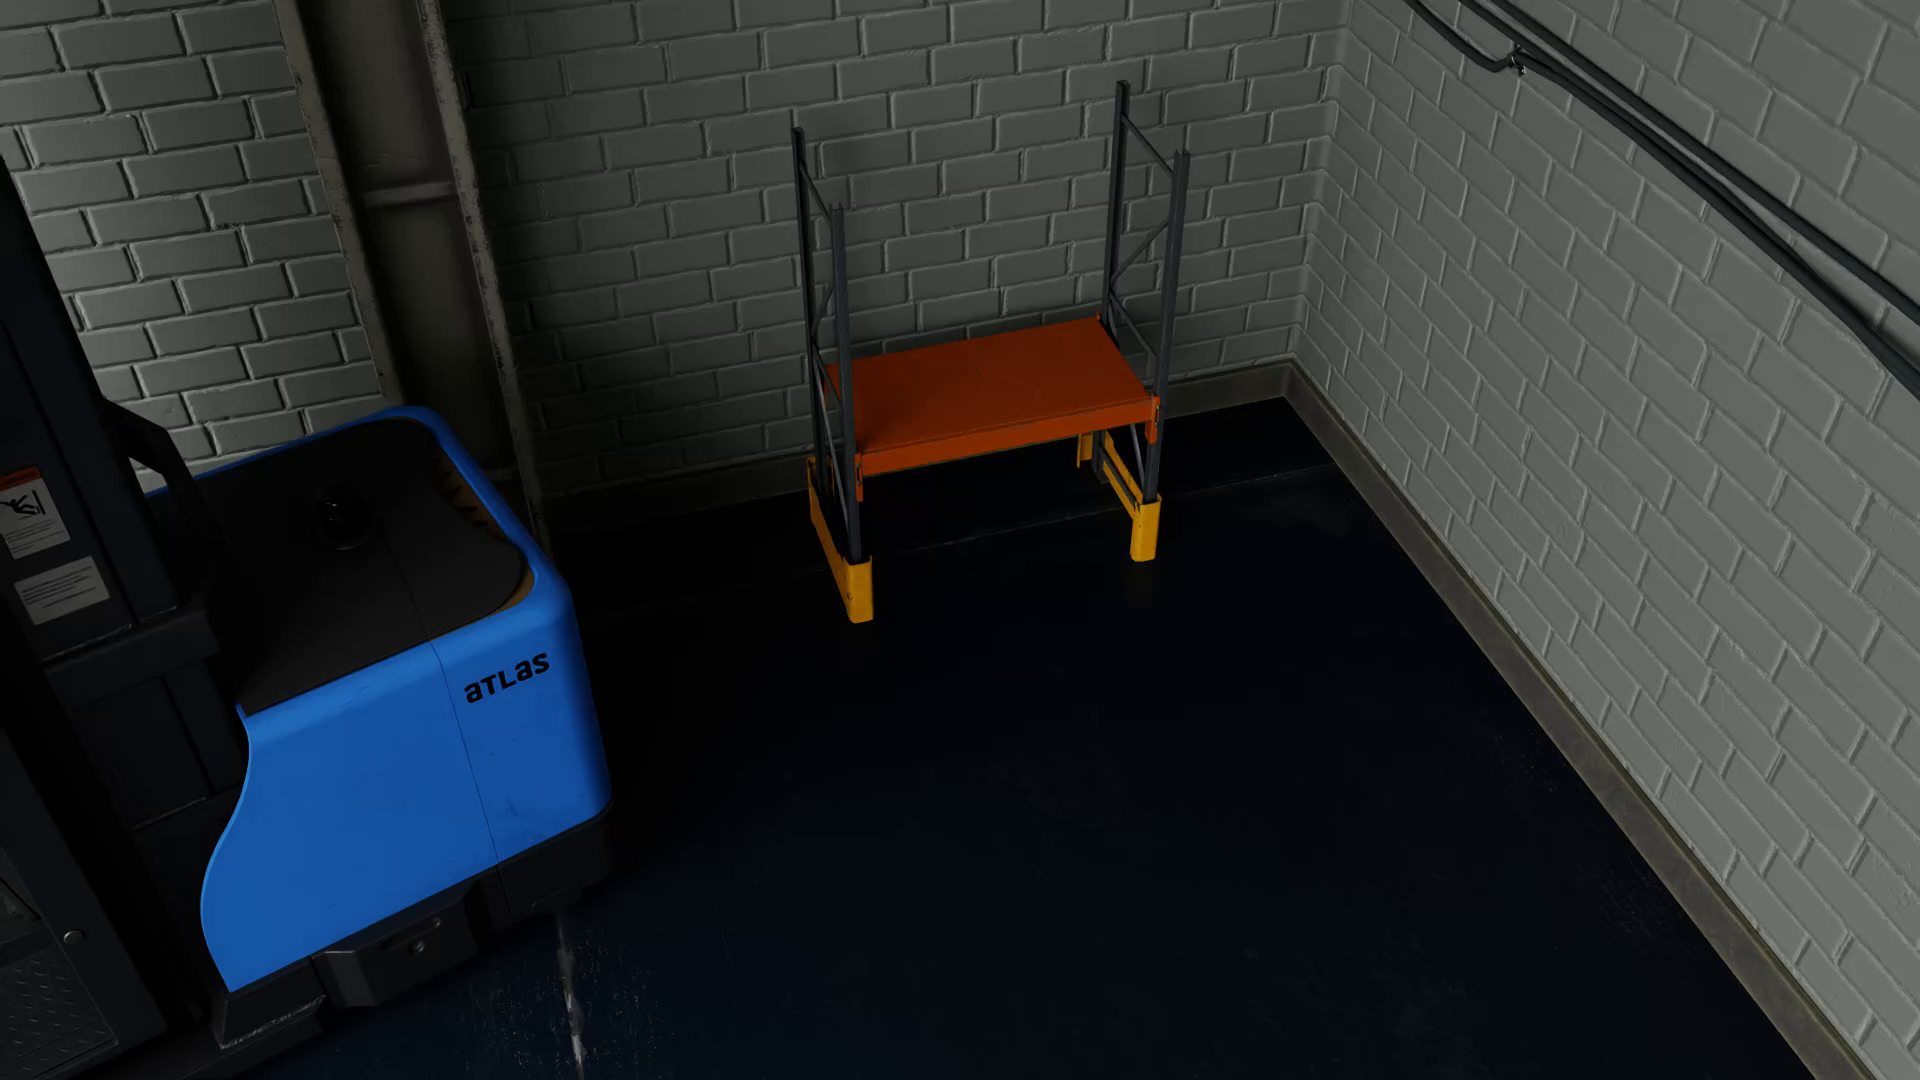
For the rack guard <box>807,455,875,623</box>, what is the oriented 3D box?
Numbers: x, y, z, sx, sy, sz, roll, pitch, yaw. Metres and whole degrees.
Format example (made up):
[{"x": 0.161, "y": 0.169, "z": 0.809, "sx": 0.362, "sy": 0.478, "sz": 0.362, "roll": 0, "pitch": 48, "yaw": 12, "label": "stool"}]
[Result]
[{"x": -0.402, "y": -0.011, "z": 5.572, "sx": 0.087, "sy": 0.250, "sz": 0.587, "roll": -12, "pitch": 42, "yaw": -13, "label": "rack guard"}]

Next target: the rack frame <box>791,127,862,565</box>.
[{"x": -0.404, "y": -0.481, "z": 5.161, "sx": 0.032, "sy": 1.500, "sz": 0.500, "roll": -12, "pitch": 42, "yaw": -13, "label": "rack frame"}]

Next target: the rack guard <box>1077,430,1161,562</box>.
[{"x": 0.548, "y": -0.208, "z": 5.798, "sx": 0.087, "sy": 0.250, "sz": 0.587, "roll": -12, "pitch": 42, "yaw": -13, "label": "rack guard"}]

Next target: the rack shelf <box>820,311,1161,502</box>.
[{"x": 0.081, "y": -0.446, "z": 5.394, "sx": 1.000, "sy": 0.185, "sz": 0.538, "roll": -12, "pitch": 42, "yaw": -13, "label": "rack shelf"}]

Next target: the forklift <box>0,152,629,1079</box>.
[{"x": -2.428, "y": 0.119, "z": 3.386, "sx": 3.031, "sy": 2.935, "sz": 1.130, "roll": -24, "pitch": 47, "yaw": -25, "label": "forklift"}]

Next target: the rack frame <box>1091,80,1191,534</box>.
[{"x": 0.566, "y": -0.682, "z": 5.391, "sx": 0.032, "sy": 1.500, "sz": 0.500, "roll": -12, "pitch": 42, "yaw": -13, "label": "rack frame"}]

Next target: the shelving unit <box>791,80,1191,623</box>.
[{"x": 0.073, "y": -0.580, "z": 5.274, "sx": 1.083, "sy": 1.500, "sz": 0.587, "roll": -12, "pitch": 42, "yaw": -13, "label": "shelving unit"}]
